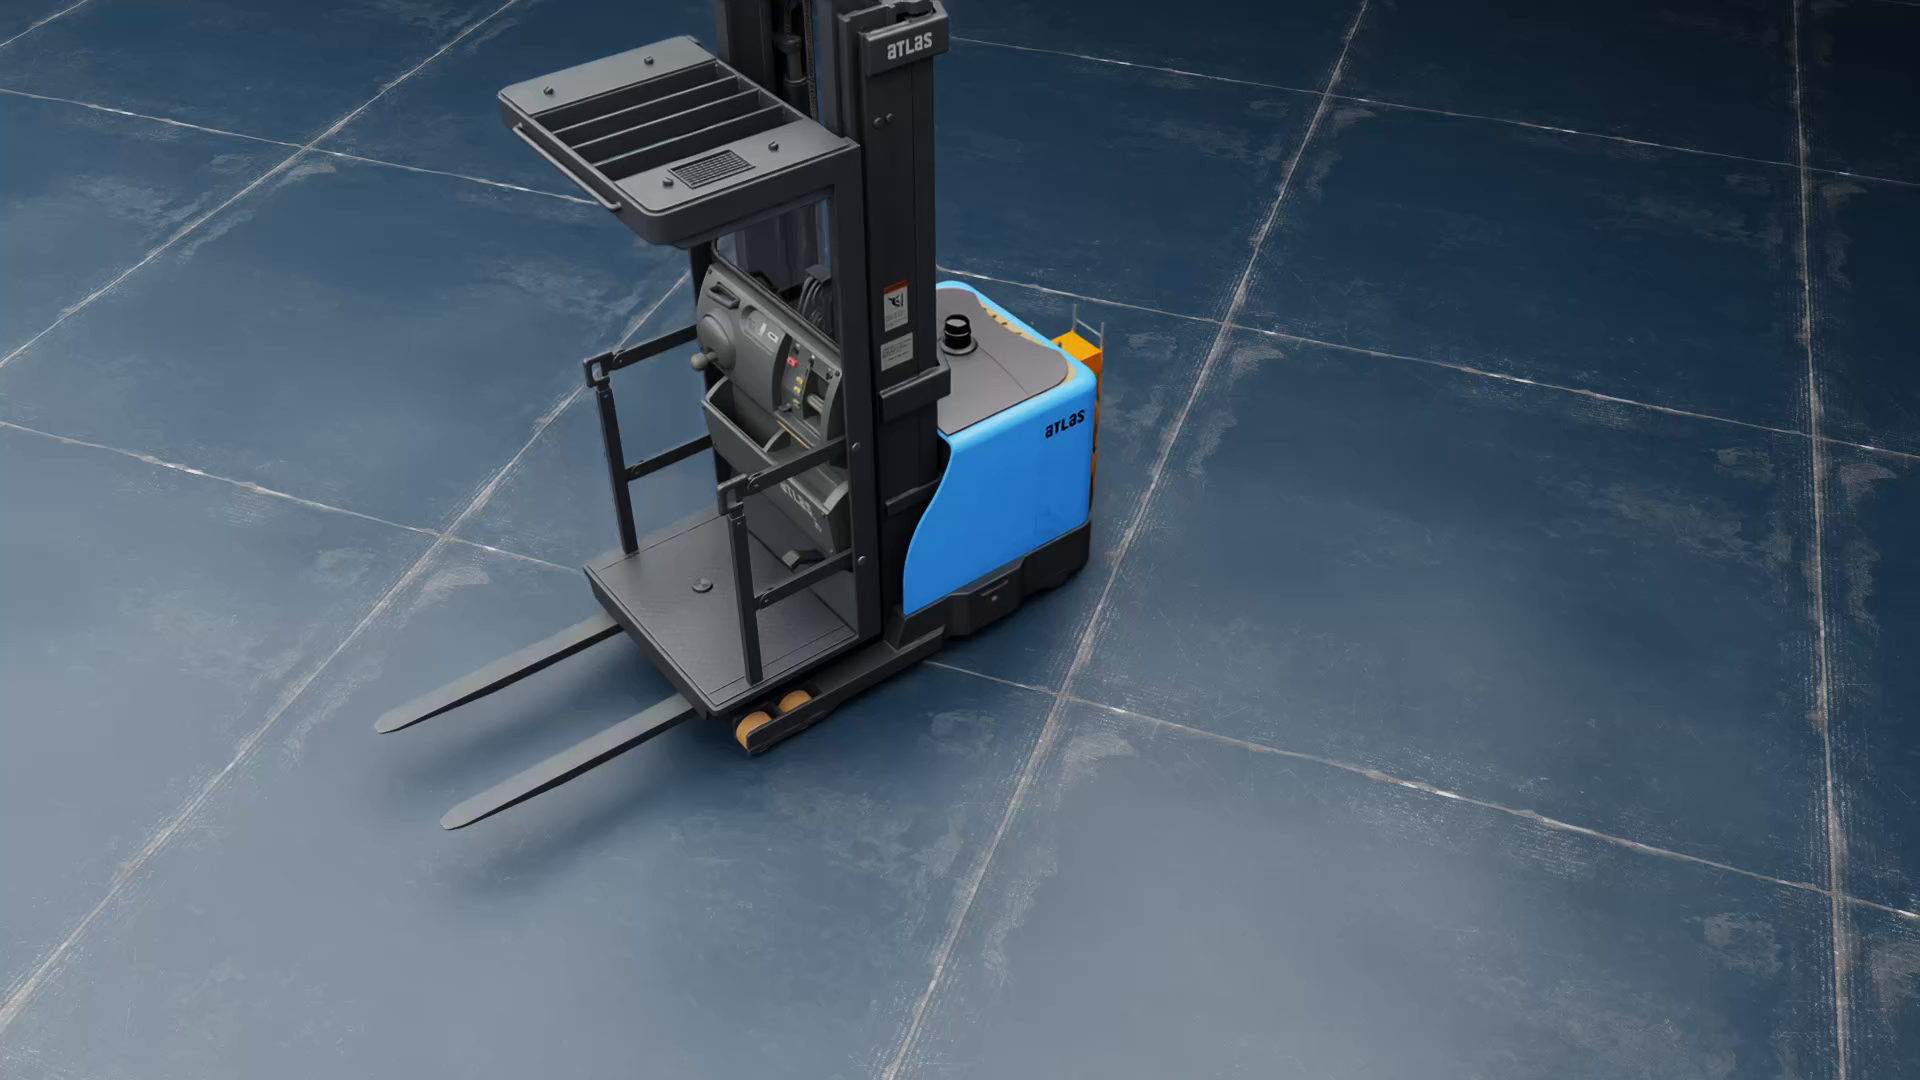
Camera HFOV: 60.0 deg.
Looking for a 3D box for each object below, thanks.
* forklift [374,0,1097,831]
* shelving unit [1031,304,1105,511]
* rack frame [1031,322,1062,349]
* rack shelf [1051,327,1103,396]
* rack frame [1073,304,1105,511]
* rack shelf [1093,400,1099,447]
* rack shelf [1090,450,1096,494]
[{"bbox_3d":[-0.895,-0.649,6.206,3.031,2.935,1.130,-27,47,-28],"label":"forklift"},{"bbox_3d":[0.467,-0.539,7.526,0.252,1.050,0.215,-27,47,-28],"label":"shelving unit"},{"bbox_3d":[0.370,-0.490,7.469,0.008,1.050,0.200,-27,47,-28],"label":"rack frame"},{"bbox_3d":[0.467,-0.746,7.349,0.240,0.259,0.215,-27,47,-28],"label":"rack shelf"},{"bbox_3d":[0.563,-0.587,7.583,0.008,1.050,0.200,-27,47,-28],"label":"rack frame"},{"bbox_3d":[0.467,-0.531,7.533,0.240,0.259,0.215,-27,47,-28],"label":"rack shelf"},{"bbox_3d":[0.467,-0.319,7.713,0.240,0.259,0.215,-27,47,-28],"label":"rack shelf"}]
